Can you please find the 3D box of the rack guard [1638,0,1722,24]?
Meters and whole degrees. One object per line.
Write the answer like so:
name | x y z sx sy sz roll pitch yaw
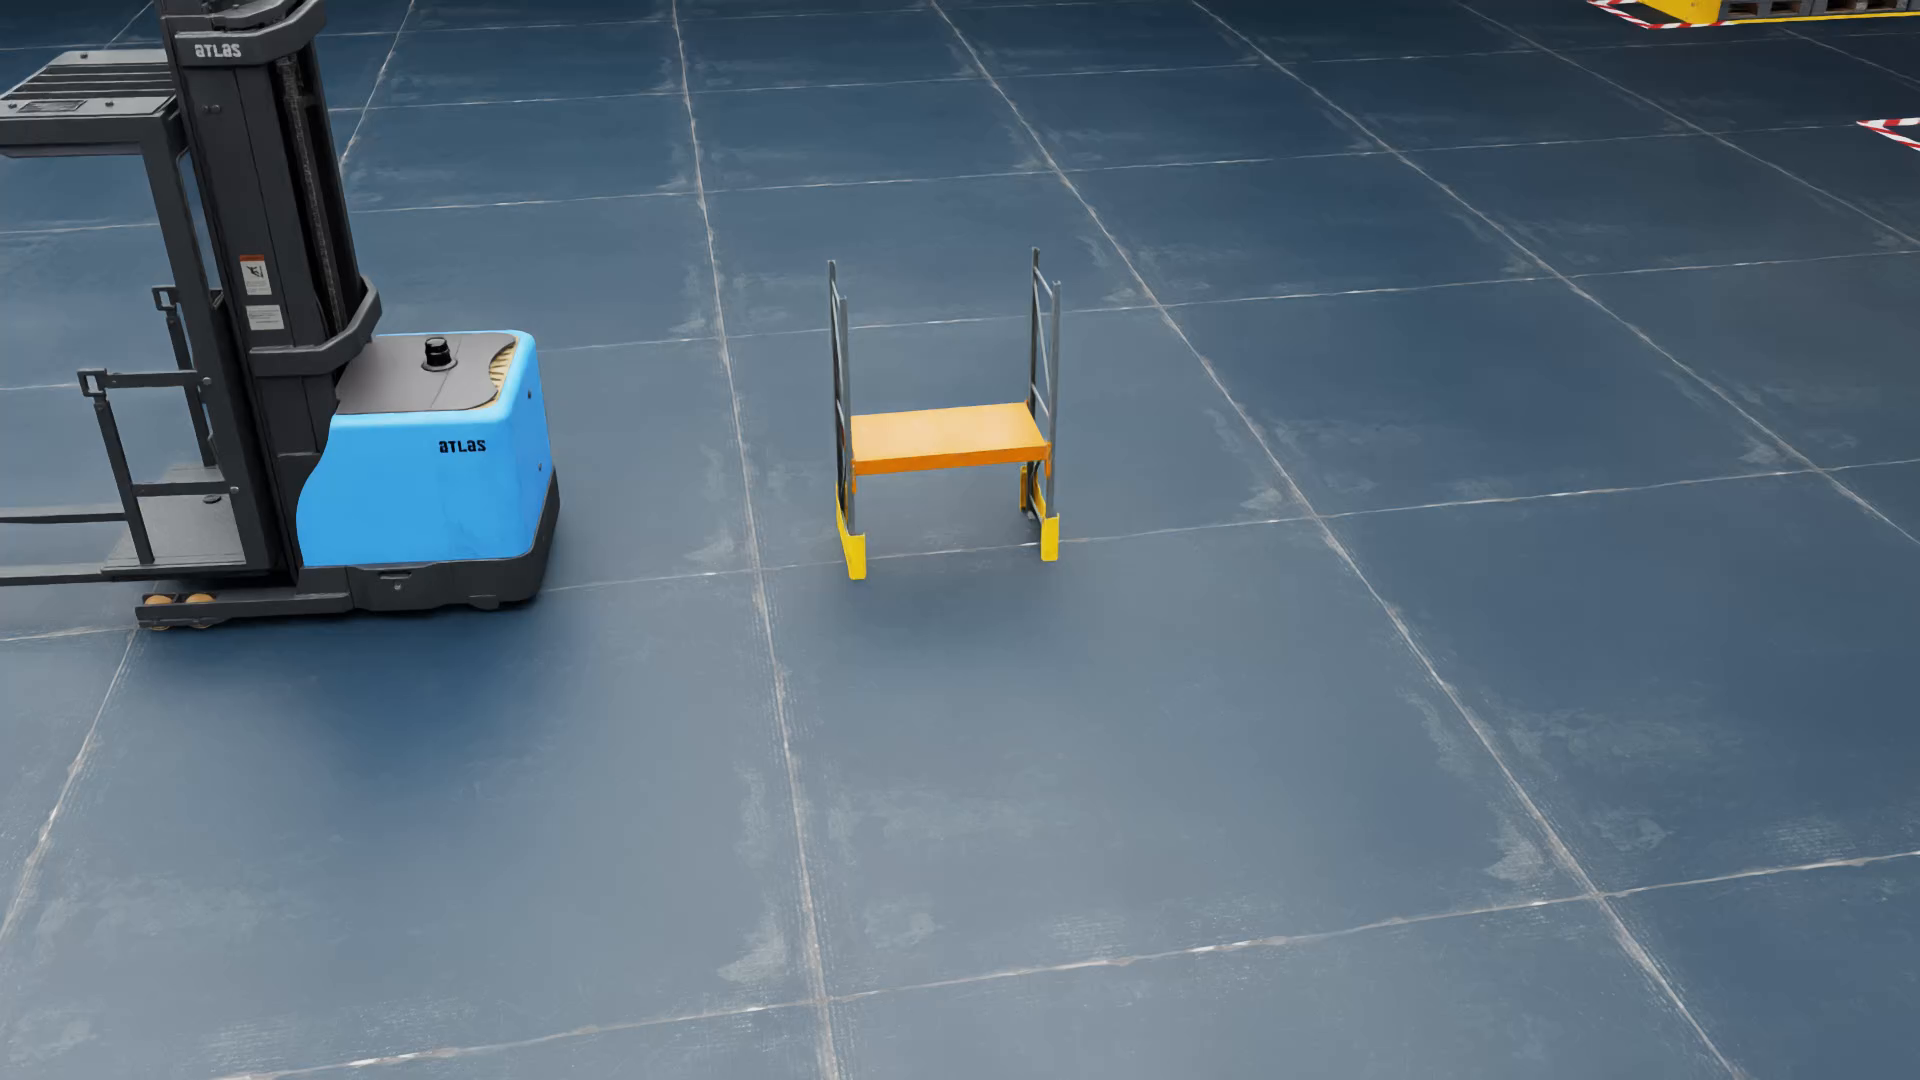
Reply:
rack guard | 8.204 -6.264 18.910 0.348 0.500 1.175 -5 31 -9

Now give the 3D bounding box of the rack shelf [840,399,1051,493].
rack shelf | -0.084 -0.484 8.448 1.000 0.185 0.538 -5 31 -9

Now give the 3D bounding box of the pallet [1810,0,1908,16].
pallet | 10.169 -6.343 19.328 1.213 0.211 1.003 -5 31 -9

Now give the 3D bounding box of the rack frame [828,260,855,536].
rack frame | -0.584 -0.592 8.278 0.032 1.500 0.500 -5 31 -9

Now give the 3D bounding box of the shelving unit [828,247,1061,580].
shelving unit | -0.075 -0.640 8.358 1.083 1.500 0.587 -5 31 -9

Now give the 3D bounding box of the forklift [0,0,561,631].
forklift | -3.617 -1.108 7.742 3.031 2.935 1.130 -2 31 -4

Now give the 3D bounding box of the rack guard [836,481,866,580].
rack guard | -0.565 -0.055 8.597 0.087 0.250 0.587 -5 31 -9

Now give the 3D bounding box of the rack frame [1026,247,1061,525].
rack frame | 0.416 -0.685 8.436 0.032 1.500 0.500 -5 31 -9

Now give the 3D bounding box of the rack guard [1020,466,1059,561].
rack guard | 0.415 -0.146 8.752 0.087 0.250 0.587 -5 31 -9

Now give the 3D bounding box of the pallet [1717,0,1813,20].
pallet | 8.972 -6.233 19.142 1.213 0.211 1.003 -5 31 -9

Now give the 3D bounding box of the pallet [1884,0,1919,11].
pallet | 11.372 -6.456 19.521 1.213 0.211 1.003 -5 31 -9
